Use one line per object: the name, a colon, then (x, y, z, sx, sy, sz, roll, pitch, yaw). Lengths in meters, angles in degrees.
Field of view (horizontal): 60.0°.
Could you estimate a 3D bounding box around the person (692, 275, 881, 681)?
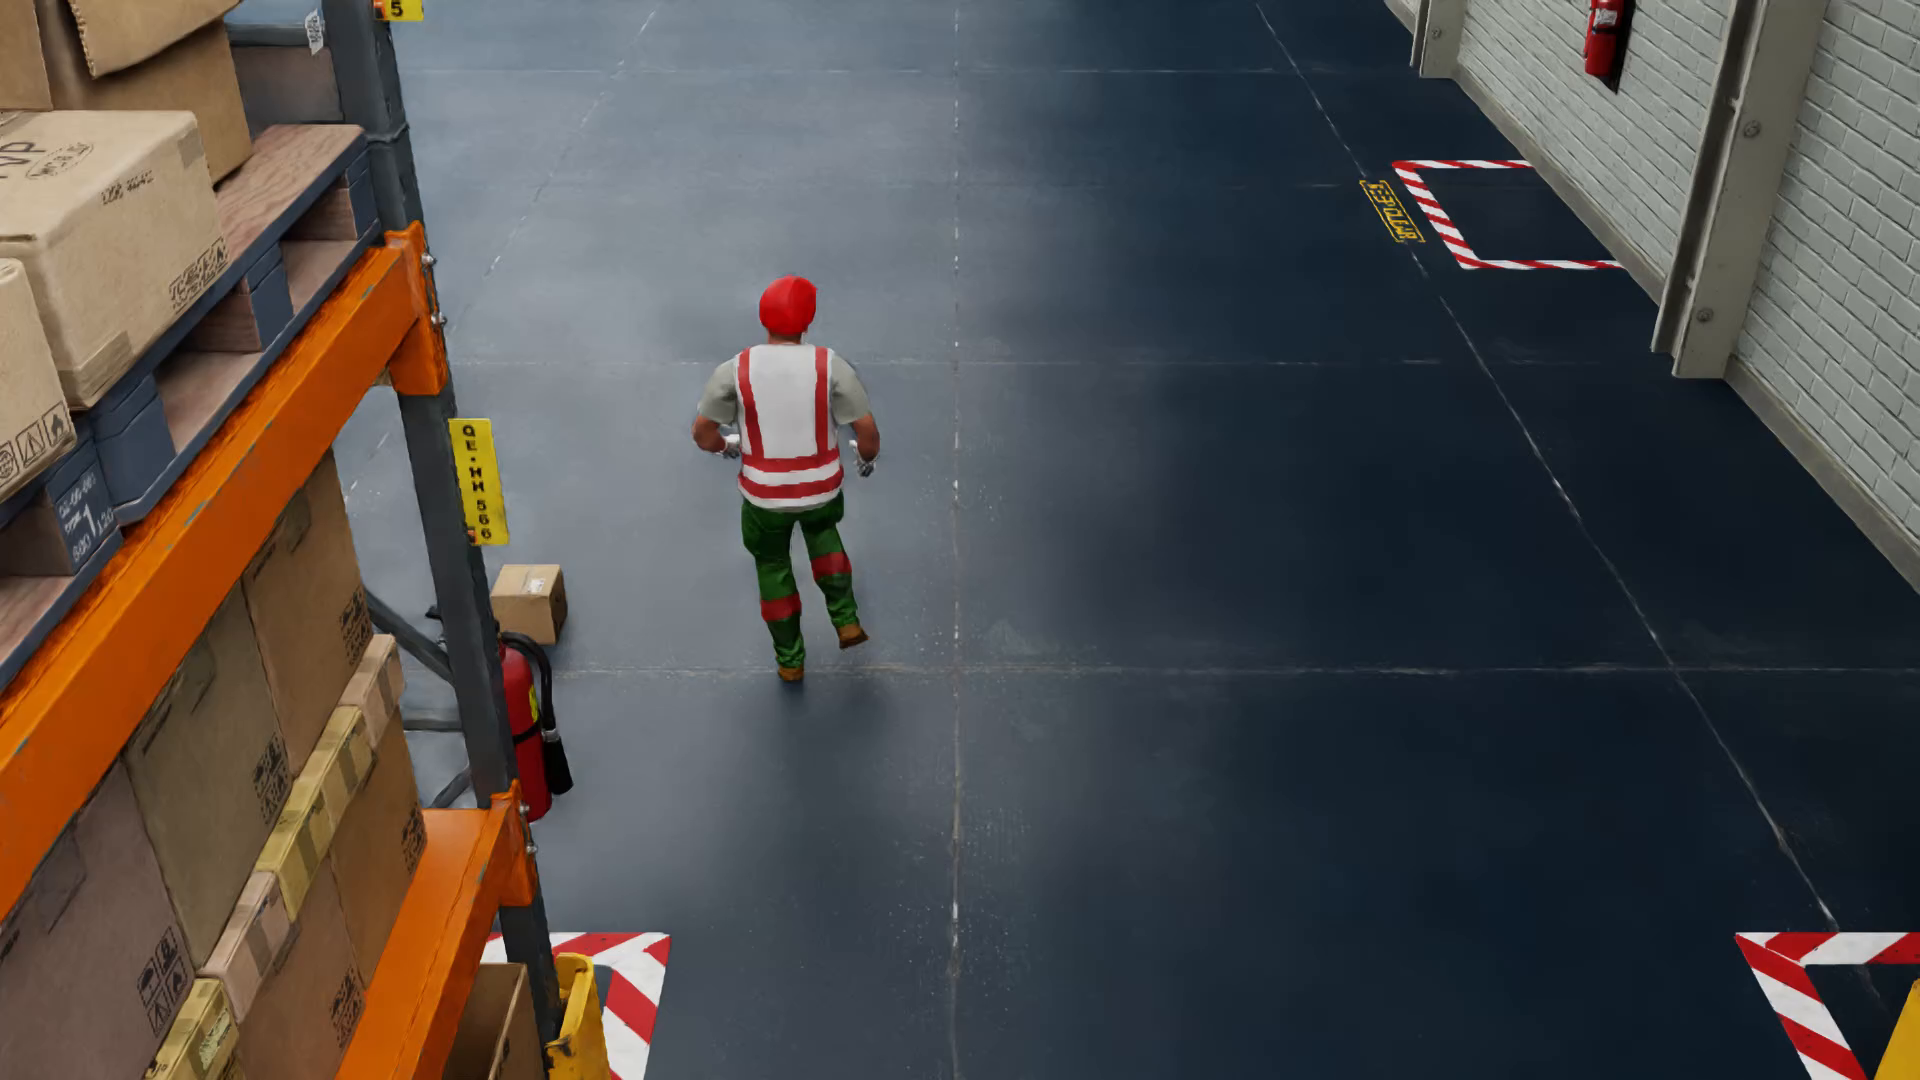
person: (-0.681, -0.239, 6.538, 0.711, 1.752, 0.513, -8, 32, -13)
